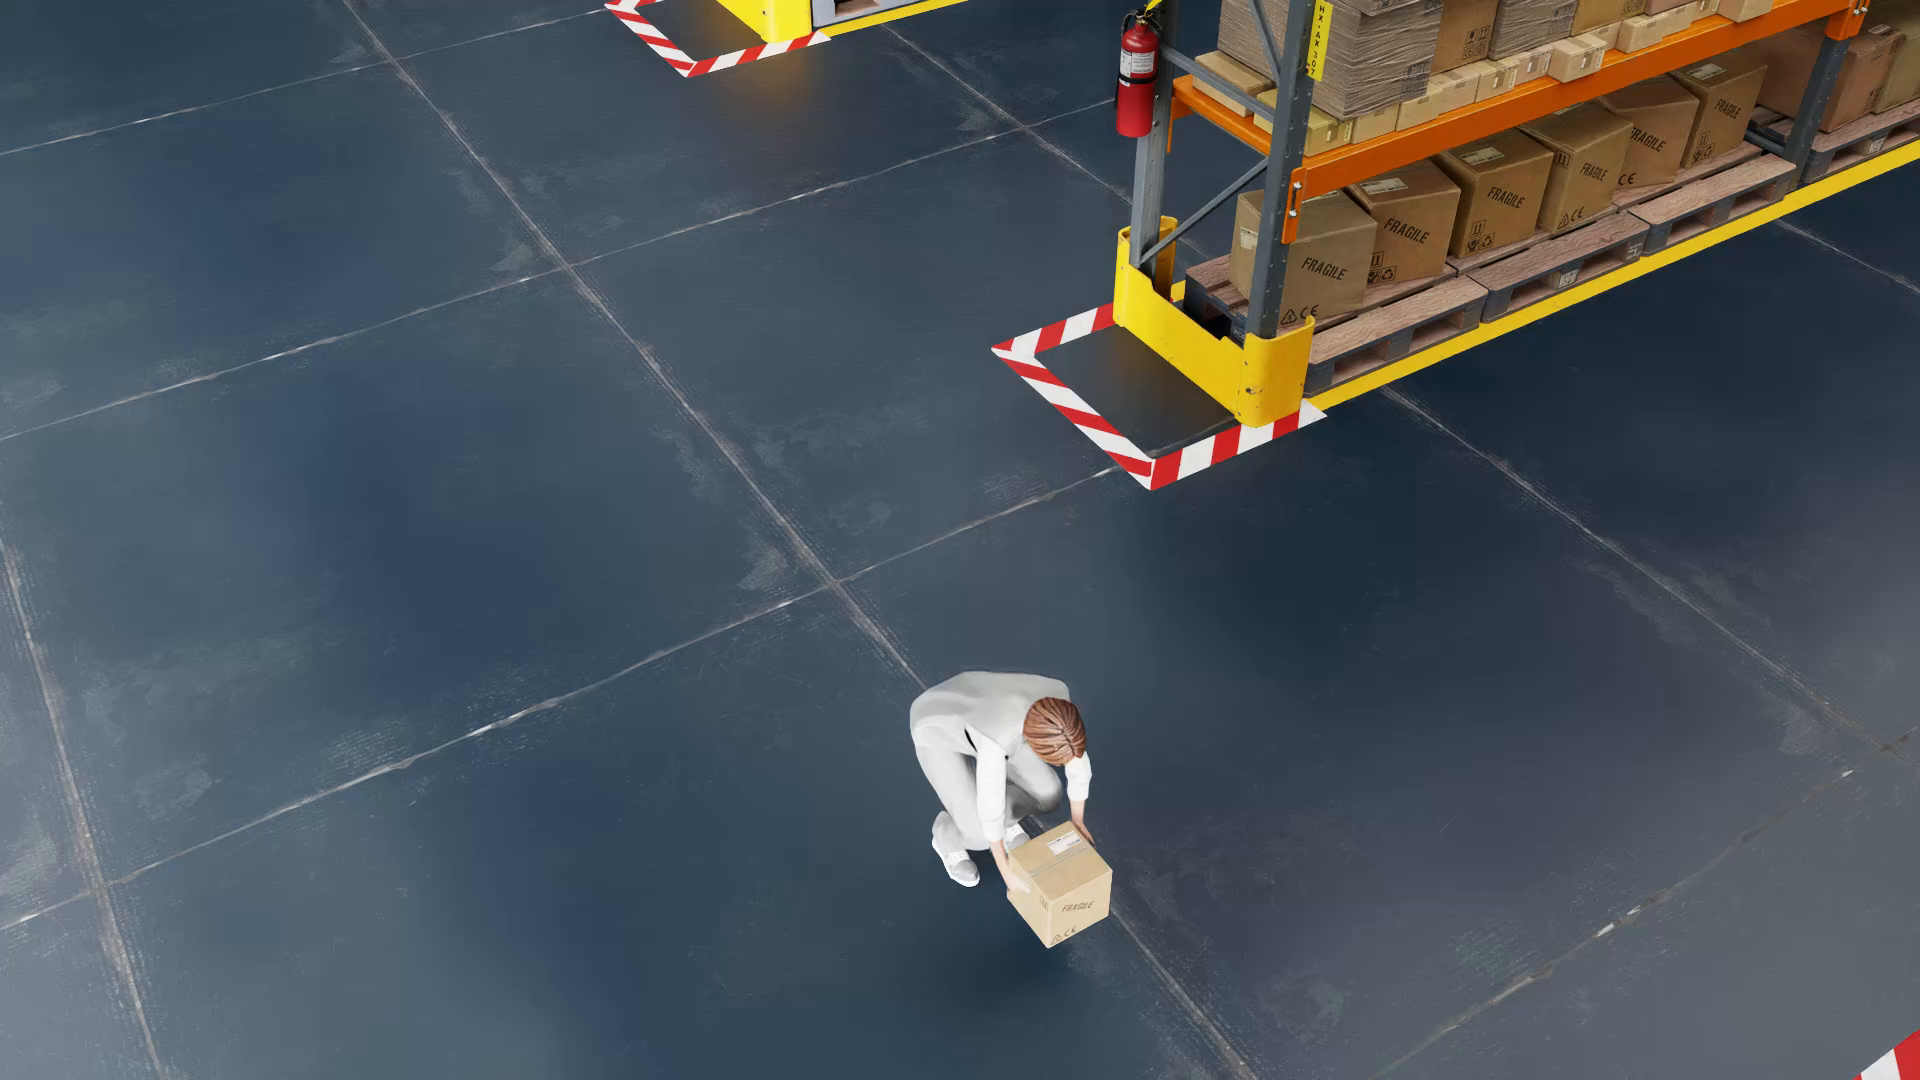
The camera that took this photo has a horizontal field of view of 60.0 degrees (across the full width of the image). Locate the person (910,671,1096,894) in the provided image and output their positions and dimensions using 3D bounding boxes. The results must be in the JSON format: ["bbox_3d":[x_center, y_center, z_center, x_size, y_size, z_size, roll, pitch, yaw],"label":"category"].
[{"bbox_3d":[0.145,0.783,5.711,0.457,1.025,0.757,-23,46,-24],"label":"person"}]
